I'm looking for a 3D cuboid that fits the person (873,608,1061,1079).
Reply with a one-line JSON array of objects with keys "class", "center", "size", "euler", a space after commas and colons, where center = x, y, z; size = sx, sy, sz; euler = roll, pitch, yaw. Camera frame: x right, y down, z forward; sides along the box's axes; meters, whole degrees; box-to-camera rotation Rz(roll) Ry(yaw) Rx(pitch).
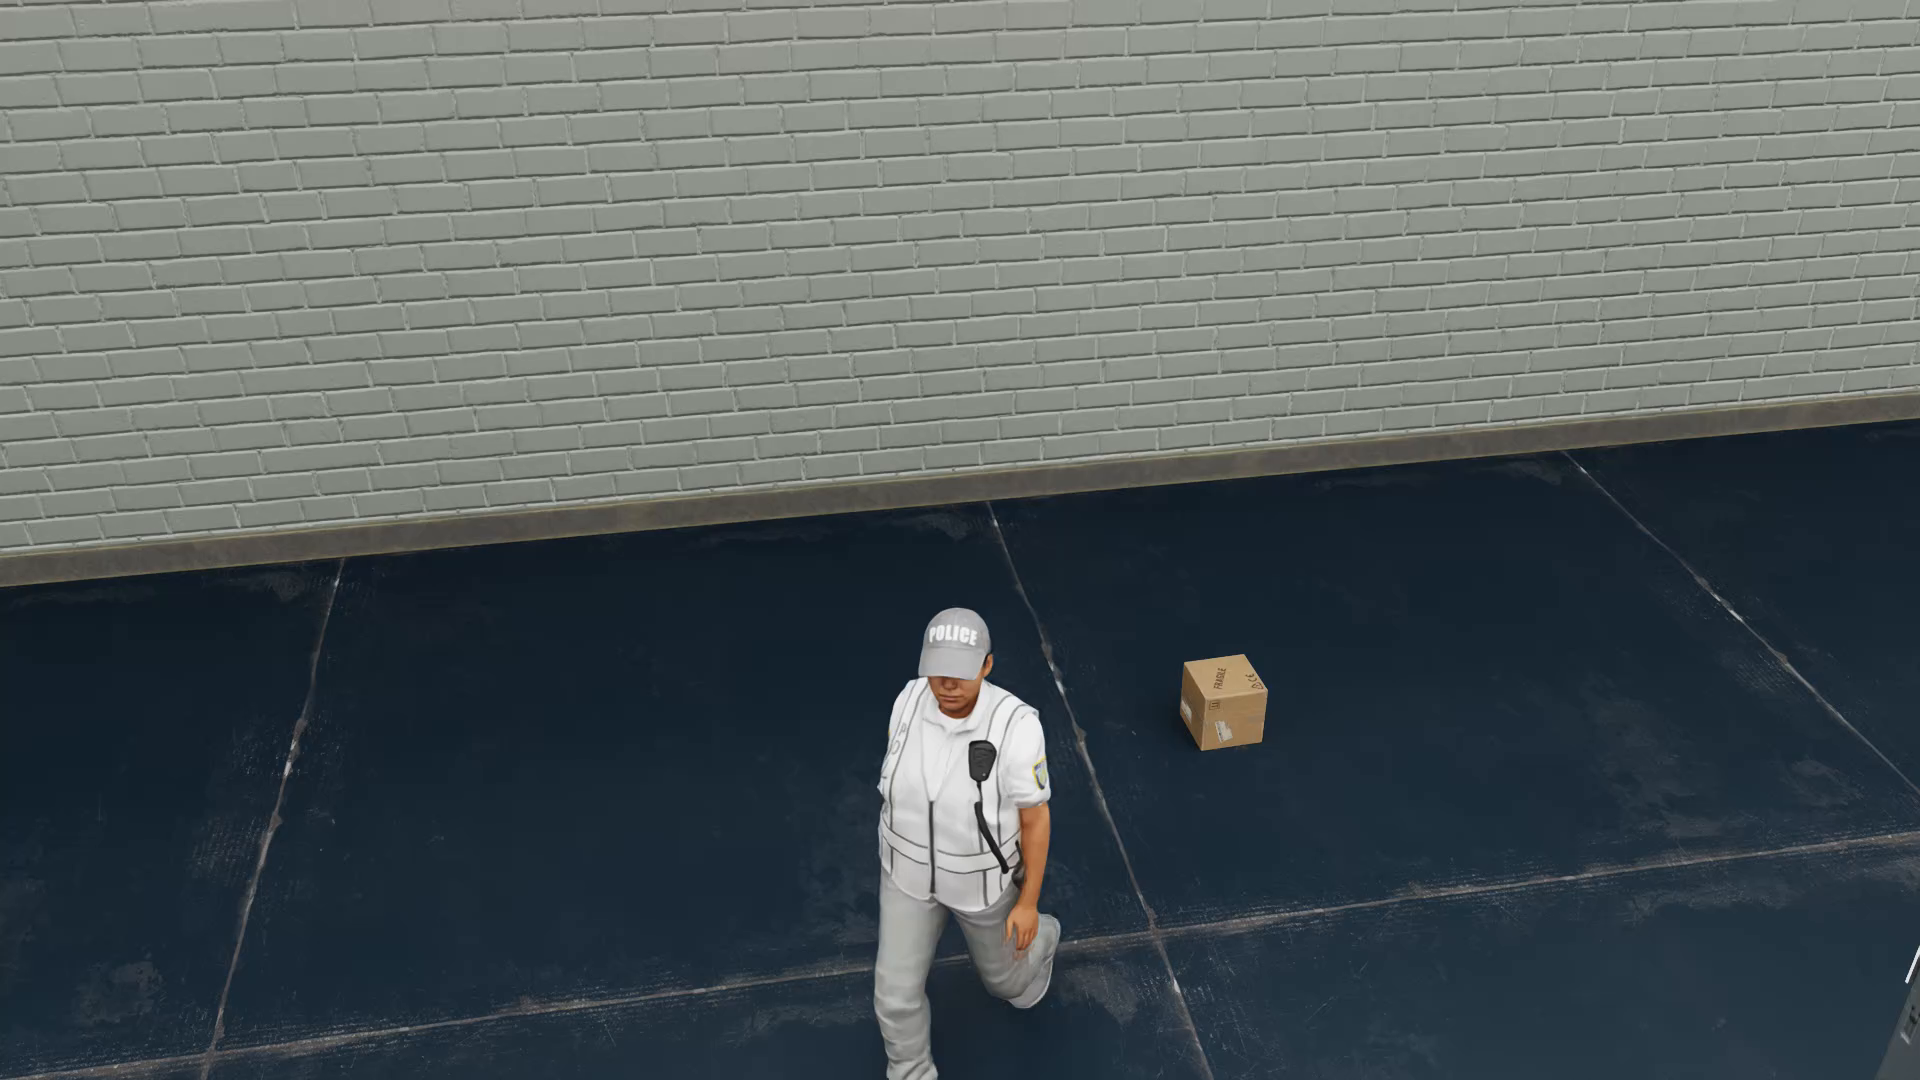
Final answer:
[{"class": "person", "center": [0.015, 0.896, 4.623], "size": [0.491, 1.615, 0.884], "euler": [11, 32, 17]}]
